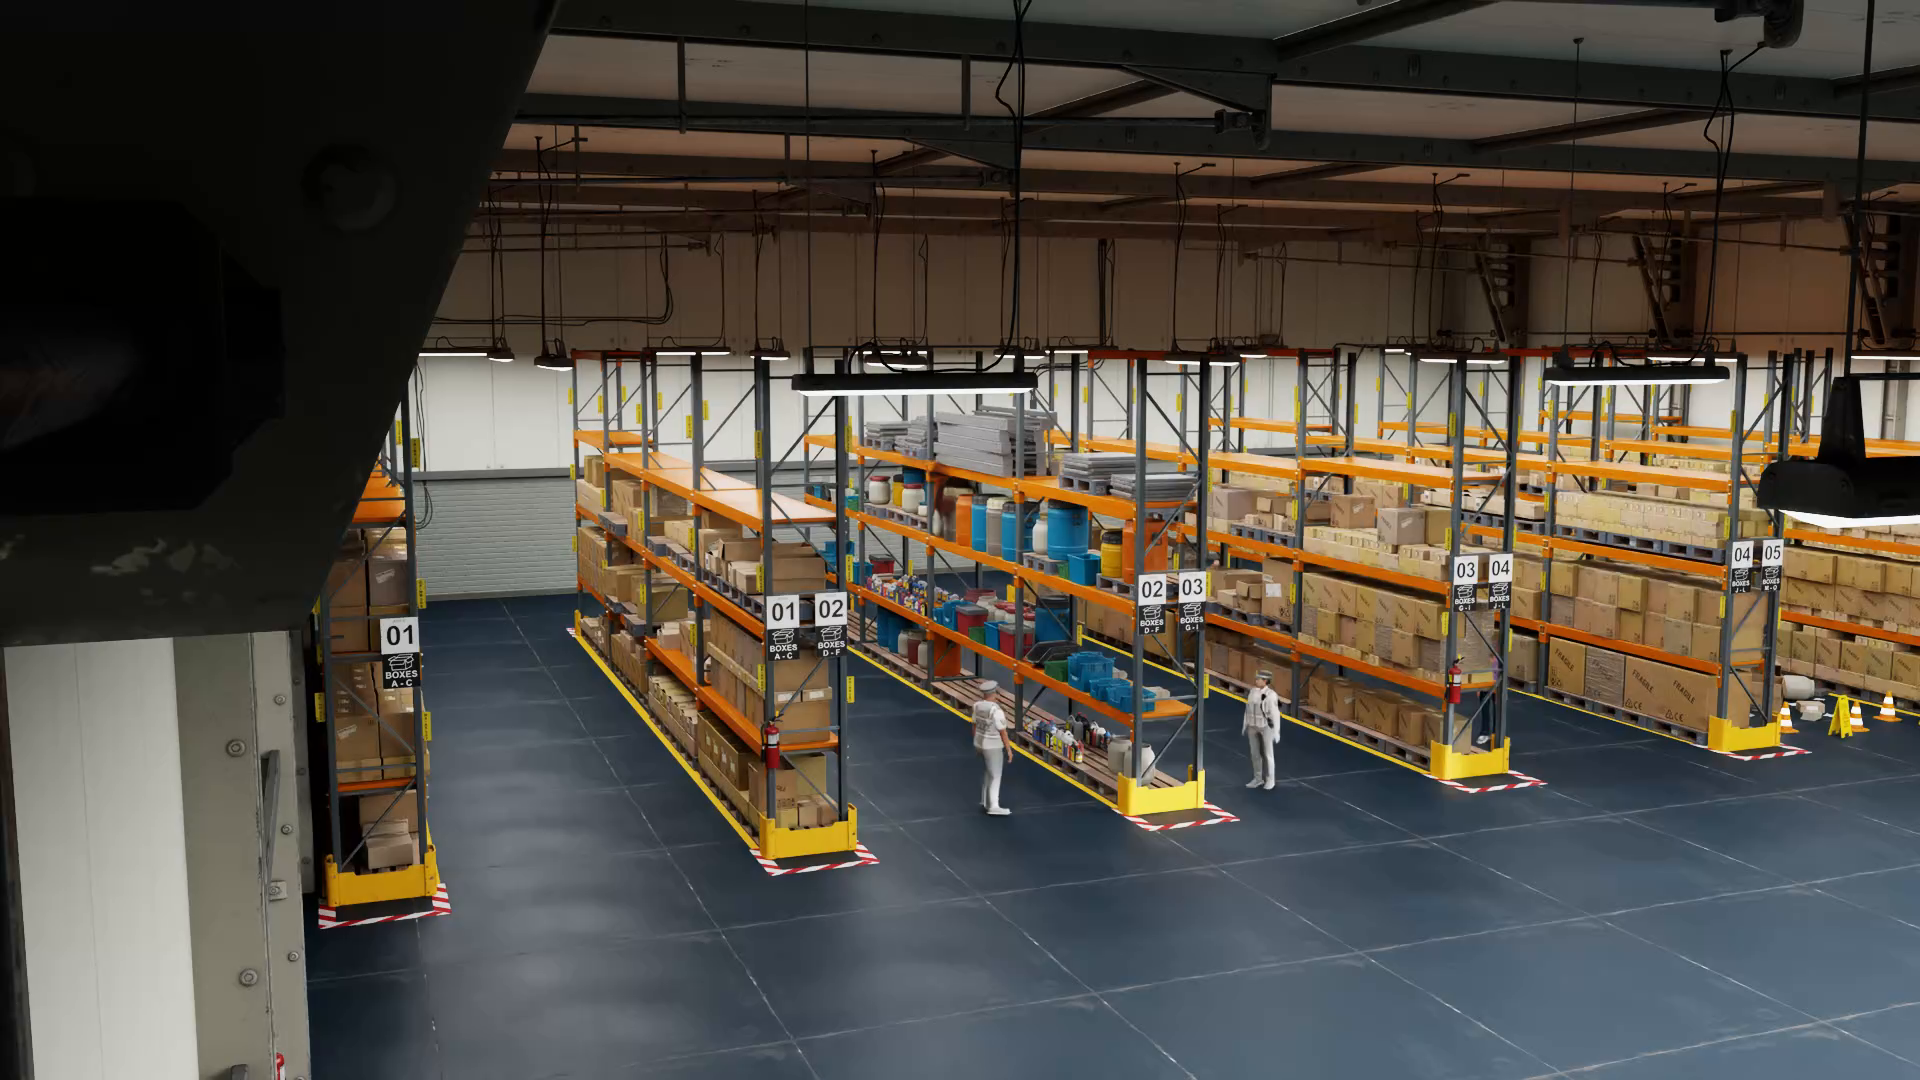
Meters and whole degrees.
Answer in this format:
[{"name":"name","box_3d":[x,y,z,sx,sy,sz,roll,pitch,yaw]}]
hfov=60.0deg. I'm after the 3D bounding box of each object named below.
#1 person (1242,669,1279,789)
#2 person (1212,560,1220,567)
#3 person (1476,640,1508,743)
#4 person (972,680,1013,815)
[{"name":"person","box_3d":[4.203,2.637,23.156,0.594,1.721,0.384,7,10,44]},{"name":"person","box_3d":[5.198,1.306,33.847,0.557,1.814,0.937,-3,8,-22]},{"name":"person","box_3d":[8.232,2.354,25.706,0.464,1.622,0.325,4,8,27]},{"name":"person","box_3d":[0.426,2.764,21.927,0.415,1.834,0.559,-4,8,-27]}]
